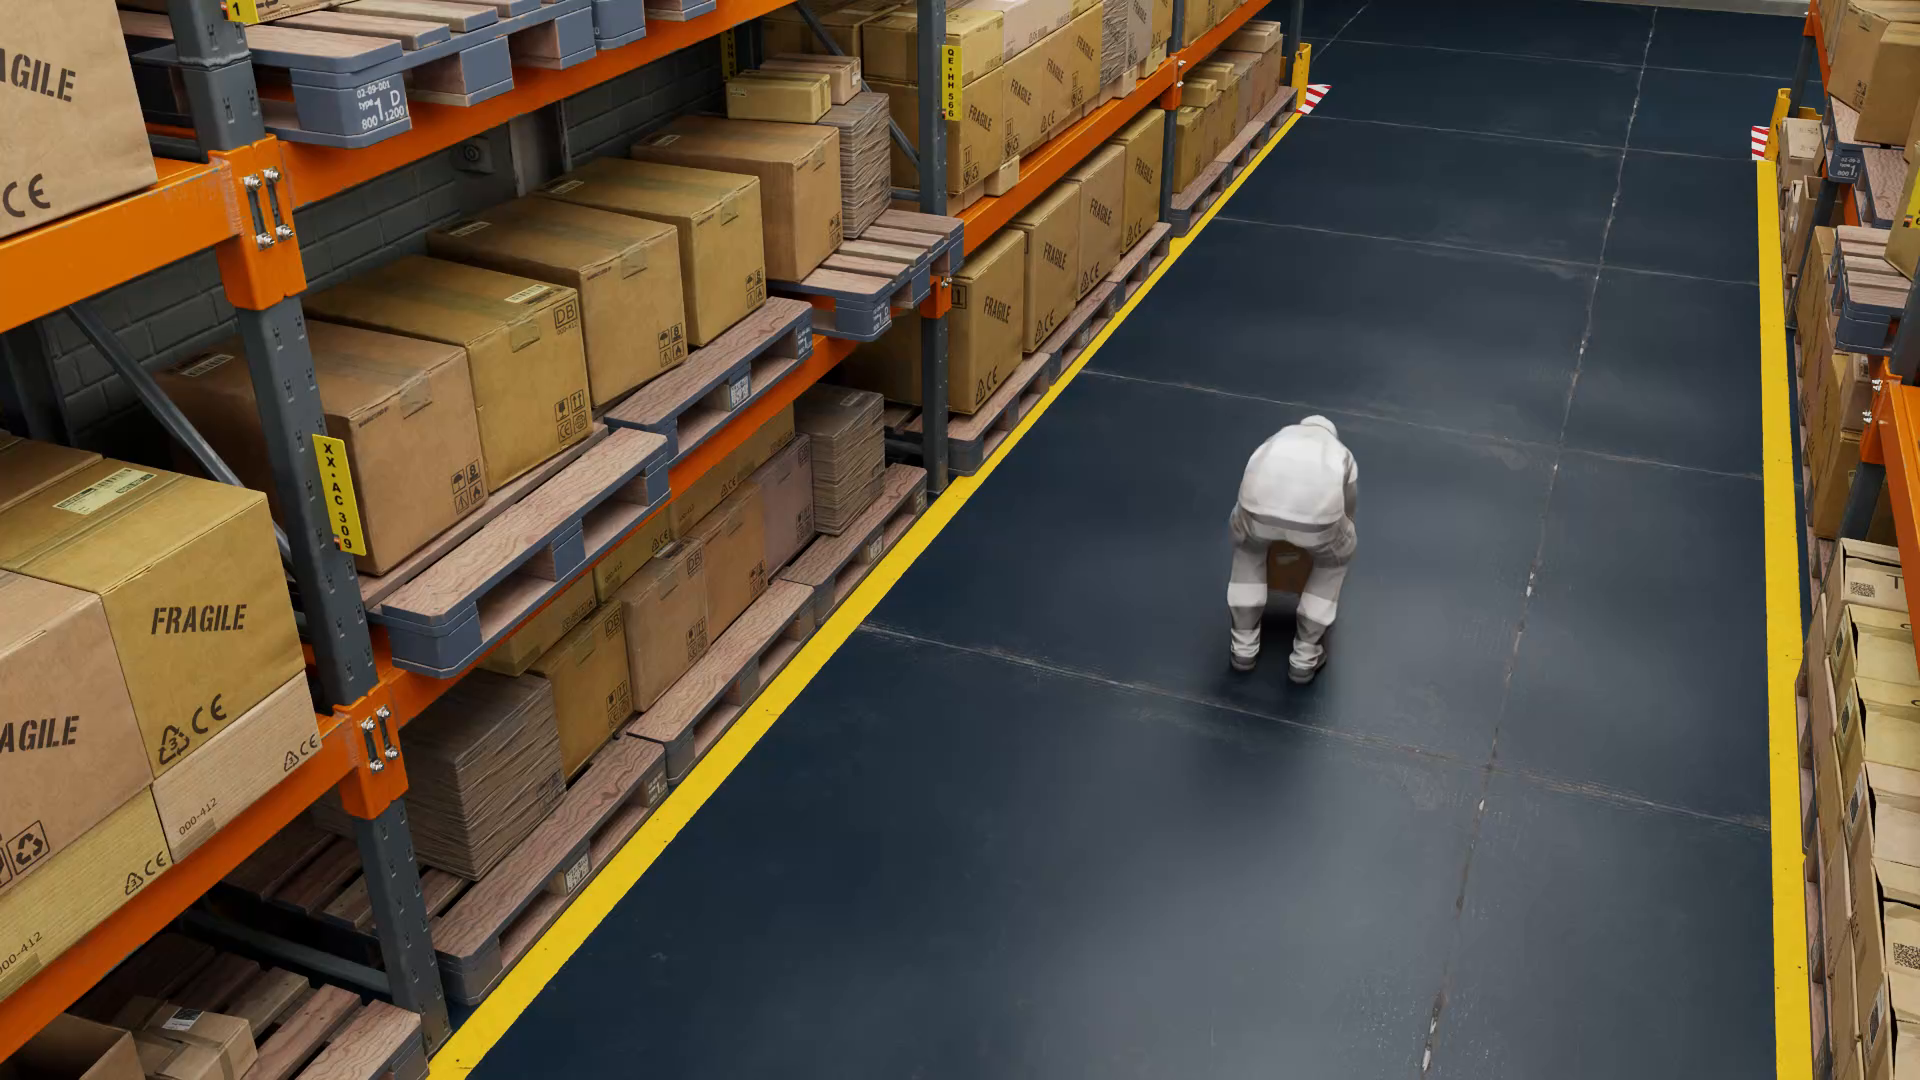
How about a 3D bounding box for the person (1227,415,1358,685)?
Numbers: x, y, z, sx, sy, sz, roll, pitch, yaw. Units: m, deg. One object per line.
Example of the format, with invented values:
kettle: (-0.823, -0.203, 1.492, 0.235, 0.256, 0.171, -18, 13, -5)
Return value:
person: (1.396, -0.031, 6.919, 0.524, 1.036, 0.957, 10, 31, 17)
